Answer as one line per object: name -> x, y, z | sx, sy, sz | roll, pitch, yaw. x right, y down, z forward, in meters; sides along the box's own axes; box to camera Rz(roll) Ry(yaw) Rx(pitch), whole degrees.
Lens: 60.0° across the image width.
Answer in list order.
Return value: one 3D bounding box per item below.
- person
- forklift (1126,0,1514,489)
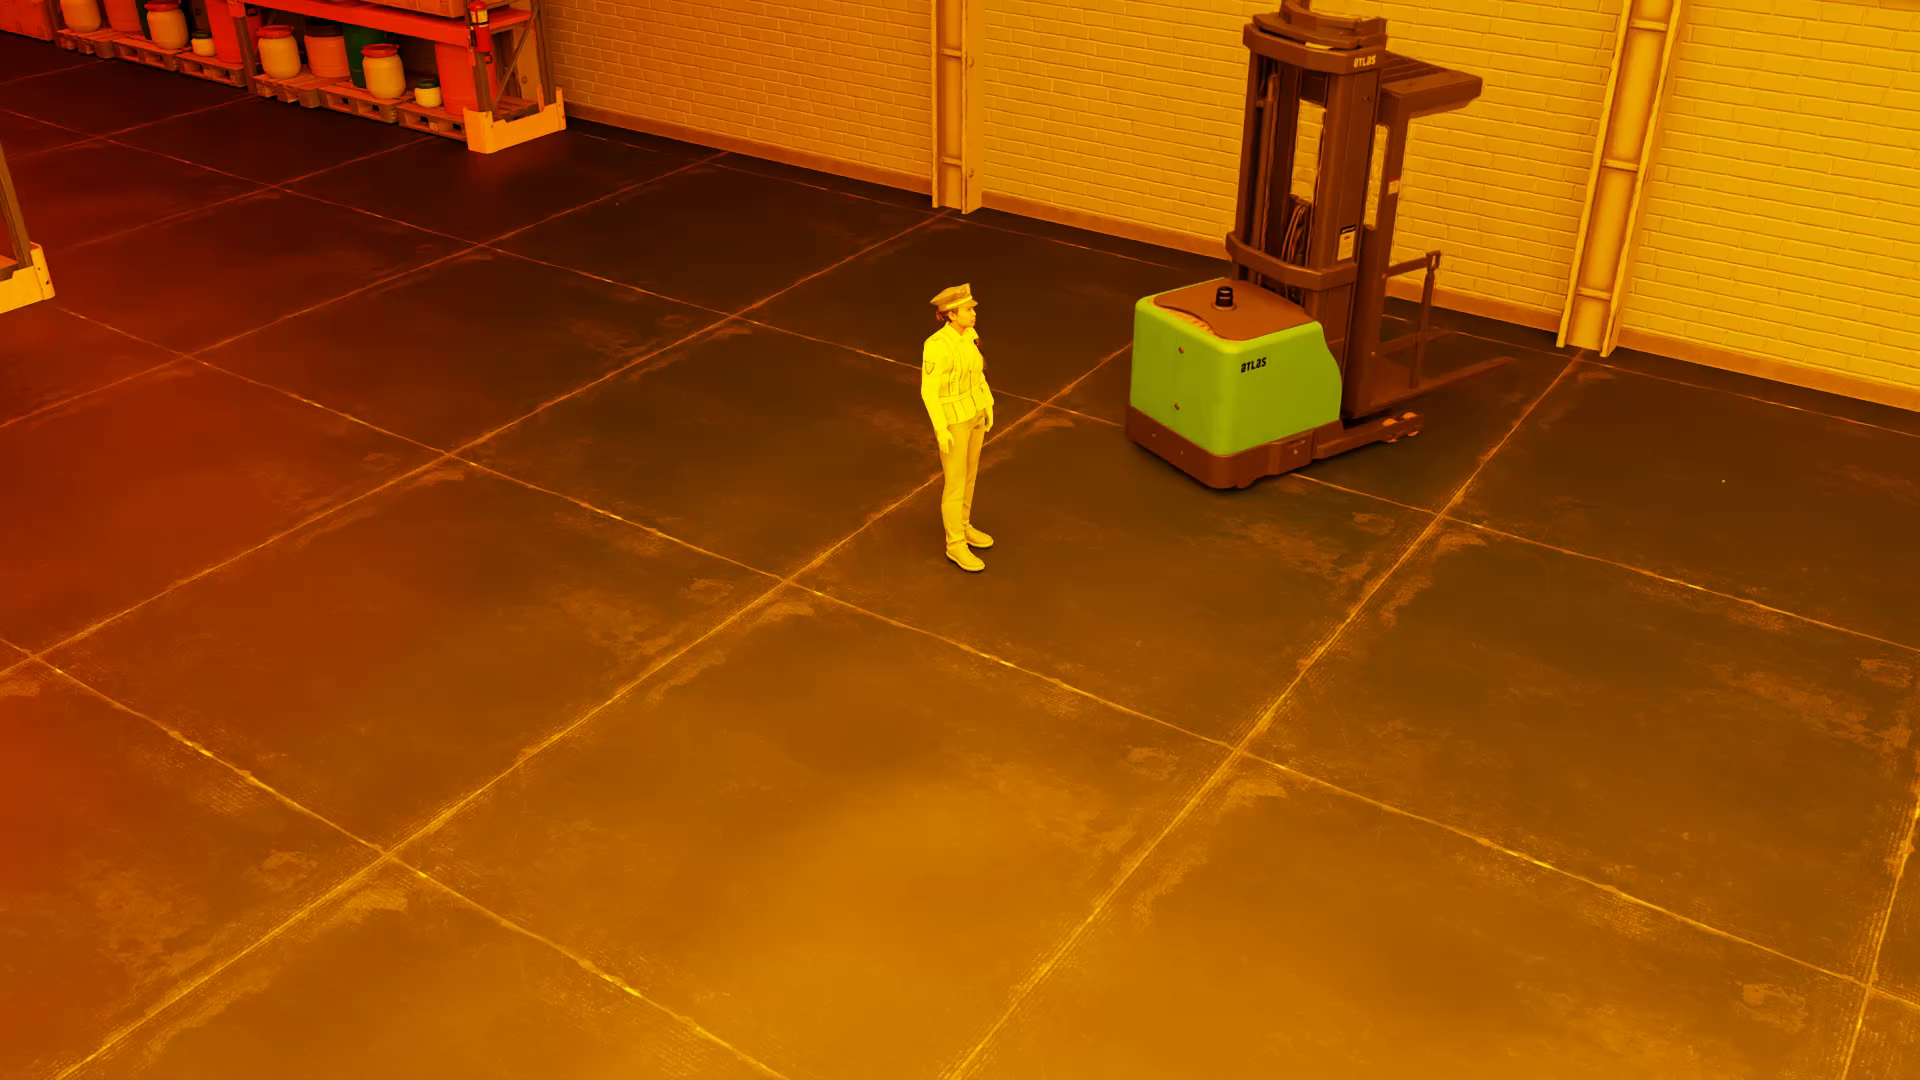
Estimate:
person -> 0.052, -0.717, 10.033 | 0.531, 1.694, 0.586 | 19, 35, 29
forklift -> 2.676, -2.154, 11.290 | 3.031, 2.935, 1.130 | -18, 35, -28
